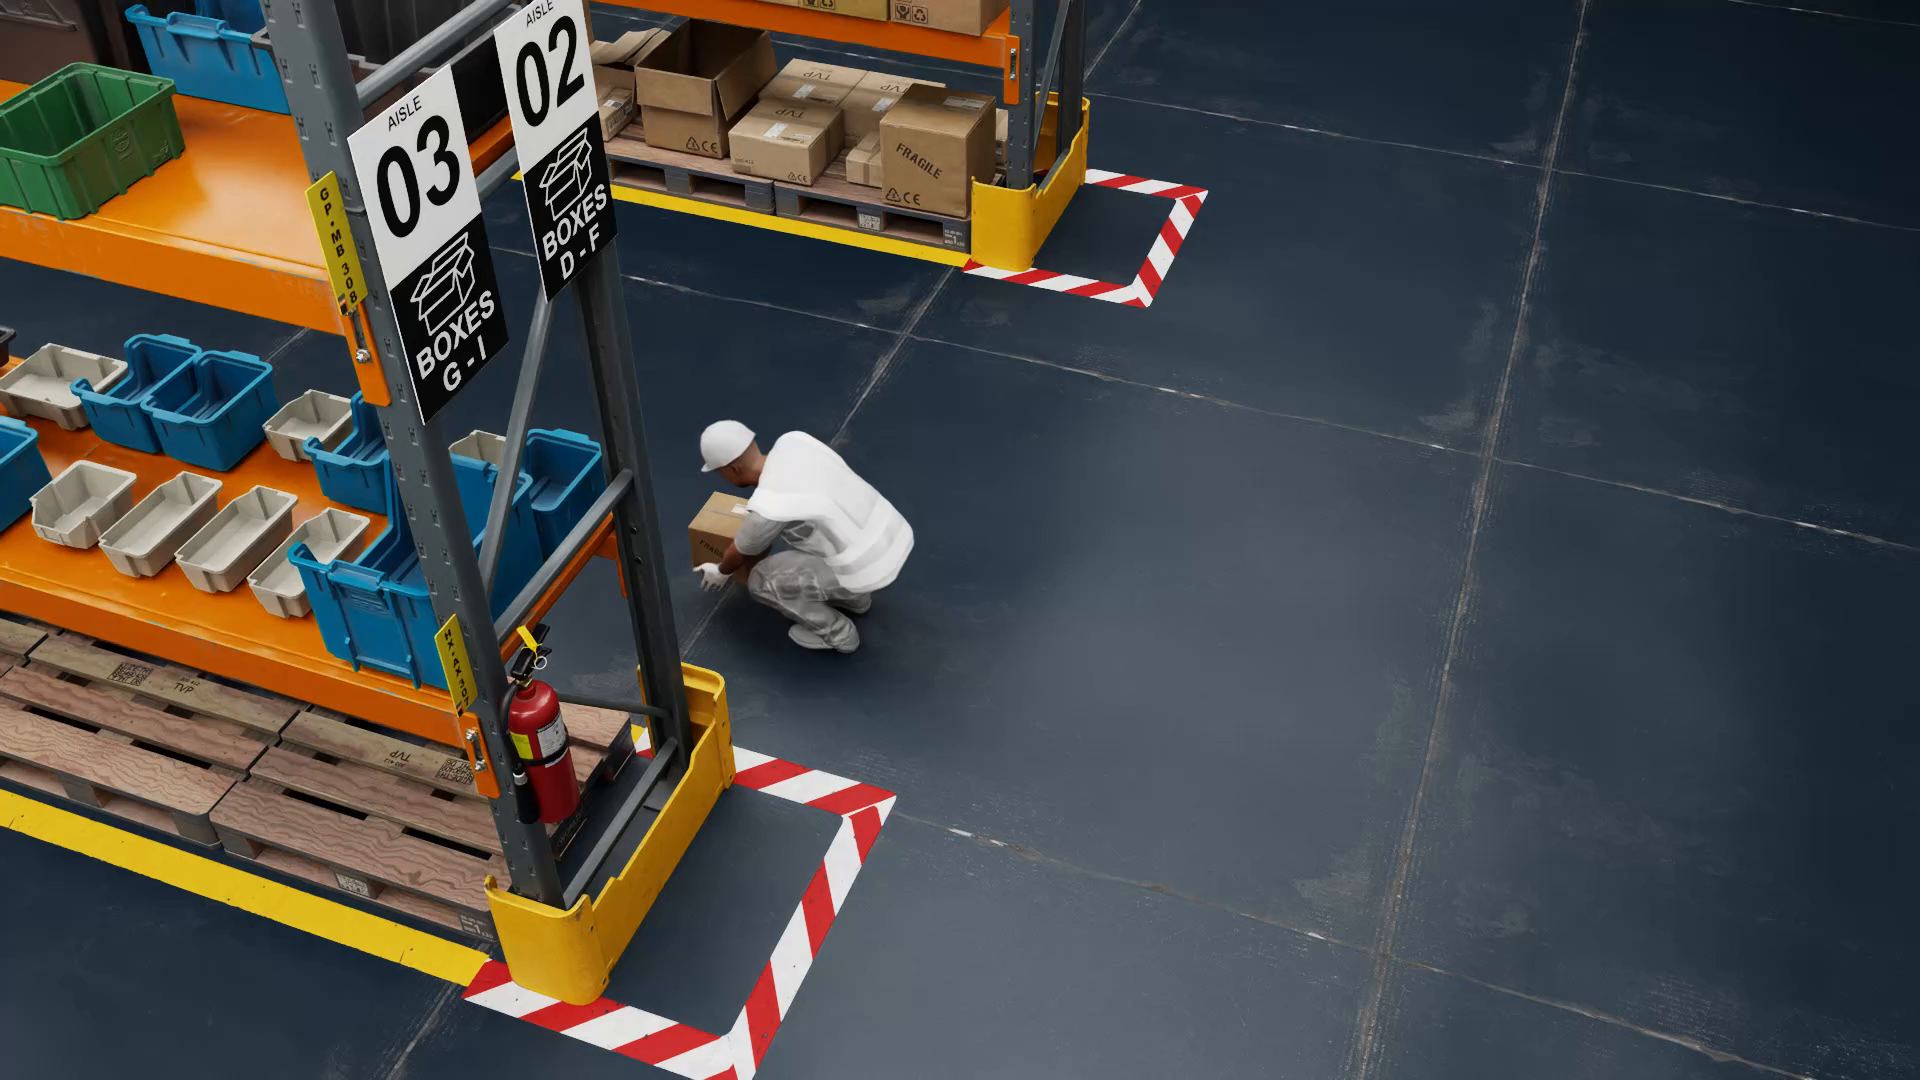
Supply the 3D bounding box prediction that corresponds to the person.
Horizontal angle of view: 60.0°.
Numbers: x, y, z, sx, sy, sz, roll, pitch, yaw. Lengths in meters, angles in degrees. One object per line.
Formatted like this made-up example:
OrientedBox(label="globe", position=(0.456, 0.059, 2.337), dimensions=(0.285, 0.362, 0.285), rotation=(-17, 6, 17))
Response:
OrientedBox(label="person", position=(-0.660, -0.042, 6.797), dimensions=(0.906, 0.998, 0.559), rotation=(13, 43, 14))
